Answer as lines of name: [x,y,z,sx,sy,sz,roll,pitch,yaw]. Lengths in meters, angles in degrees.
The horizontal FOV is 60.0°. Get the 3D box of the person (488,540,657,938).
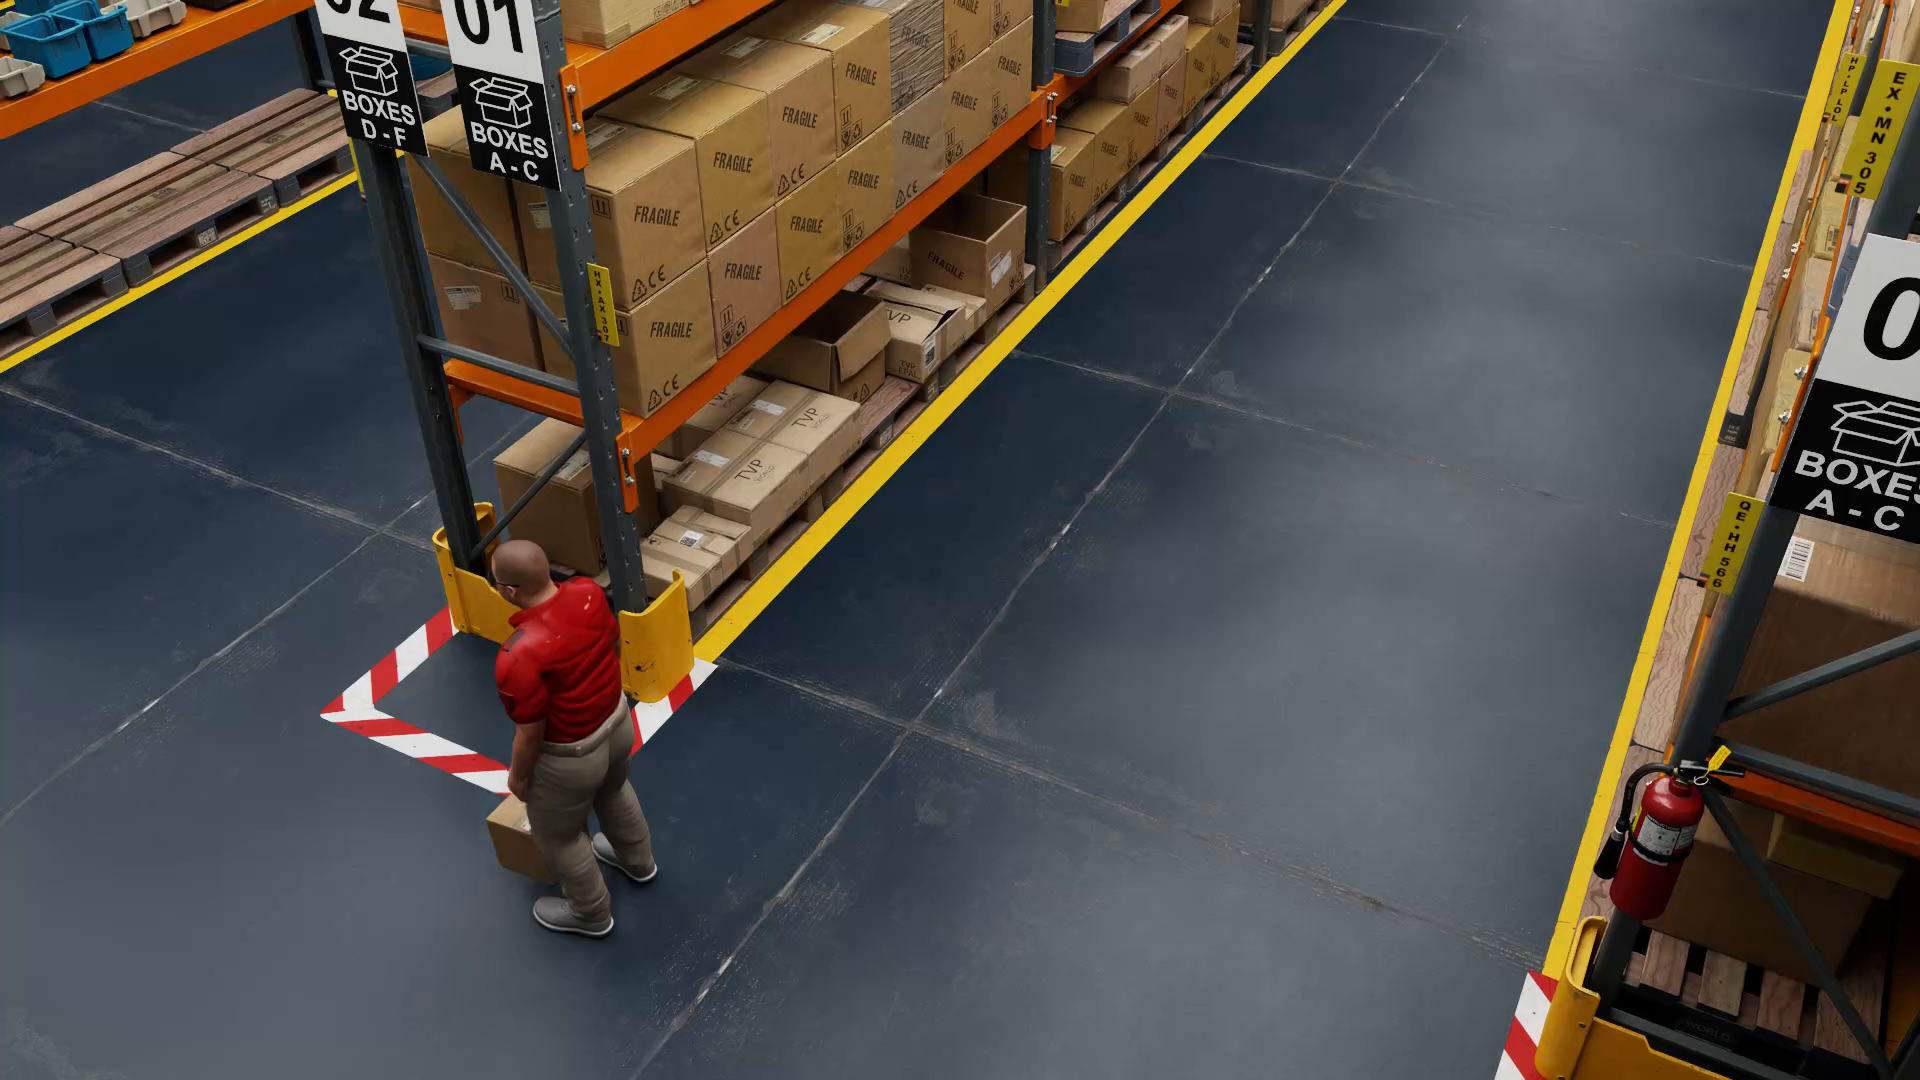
person: [-1.377,0.697,5.858,0.394,1.728,0.570,16,41,20]
